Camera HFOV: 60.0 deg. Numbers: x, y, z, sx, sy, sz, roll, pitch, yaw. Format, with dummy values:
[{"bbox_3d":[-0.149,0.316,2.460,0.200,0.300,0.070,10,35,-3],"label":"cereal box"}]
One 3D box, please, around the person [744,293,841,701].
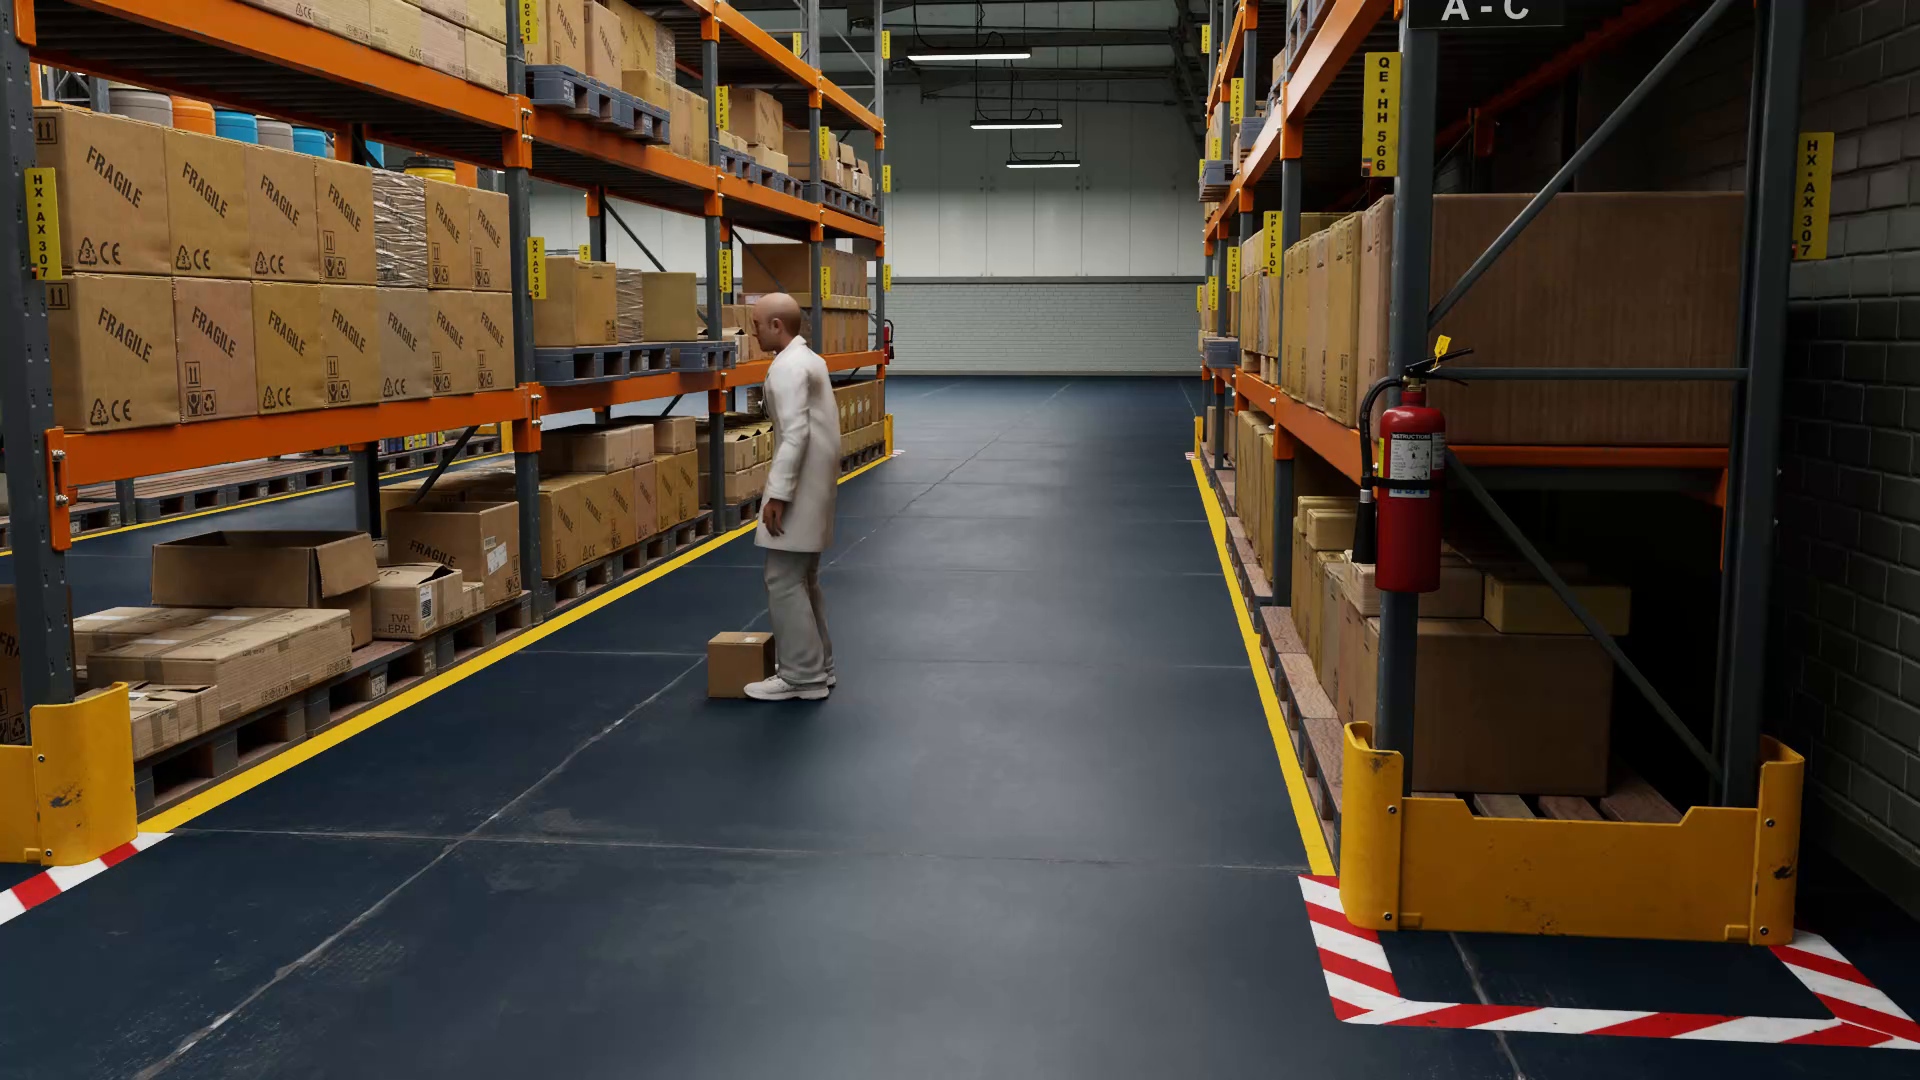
[{"bbox_3d":[-0.734,-0.194,7.334,0.417,1.774,0.650,1,7,5],"label":"person"}]
